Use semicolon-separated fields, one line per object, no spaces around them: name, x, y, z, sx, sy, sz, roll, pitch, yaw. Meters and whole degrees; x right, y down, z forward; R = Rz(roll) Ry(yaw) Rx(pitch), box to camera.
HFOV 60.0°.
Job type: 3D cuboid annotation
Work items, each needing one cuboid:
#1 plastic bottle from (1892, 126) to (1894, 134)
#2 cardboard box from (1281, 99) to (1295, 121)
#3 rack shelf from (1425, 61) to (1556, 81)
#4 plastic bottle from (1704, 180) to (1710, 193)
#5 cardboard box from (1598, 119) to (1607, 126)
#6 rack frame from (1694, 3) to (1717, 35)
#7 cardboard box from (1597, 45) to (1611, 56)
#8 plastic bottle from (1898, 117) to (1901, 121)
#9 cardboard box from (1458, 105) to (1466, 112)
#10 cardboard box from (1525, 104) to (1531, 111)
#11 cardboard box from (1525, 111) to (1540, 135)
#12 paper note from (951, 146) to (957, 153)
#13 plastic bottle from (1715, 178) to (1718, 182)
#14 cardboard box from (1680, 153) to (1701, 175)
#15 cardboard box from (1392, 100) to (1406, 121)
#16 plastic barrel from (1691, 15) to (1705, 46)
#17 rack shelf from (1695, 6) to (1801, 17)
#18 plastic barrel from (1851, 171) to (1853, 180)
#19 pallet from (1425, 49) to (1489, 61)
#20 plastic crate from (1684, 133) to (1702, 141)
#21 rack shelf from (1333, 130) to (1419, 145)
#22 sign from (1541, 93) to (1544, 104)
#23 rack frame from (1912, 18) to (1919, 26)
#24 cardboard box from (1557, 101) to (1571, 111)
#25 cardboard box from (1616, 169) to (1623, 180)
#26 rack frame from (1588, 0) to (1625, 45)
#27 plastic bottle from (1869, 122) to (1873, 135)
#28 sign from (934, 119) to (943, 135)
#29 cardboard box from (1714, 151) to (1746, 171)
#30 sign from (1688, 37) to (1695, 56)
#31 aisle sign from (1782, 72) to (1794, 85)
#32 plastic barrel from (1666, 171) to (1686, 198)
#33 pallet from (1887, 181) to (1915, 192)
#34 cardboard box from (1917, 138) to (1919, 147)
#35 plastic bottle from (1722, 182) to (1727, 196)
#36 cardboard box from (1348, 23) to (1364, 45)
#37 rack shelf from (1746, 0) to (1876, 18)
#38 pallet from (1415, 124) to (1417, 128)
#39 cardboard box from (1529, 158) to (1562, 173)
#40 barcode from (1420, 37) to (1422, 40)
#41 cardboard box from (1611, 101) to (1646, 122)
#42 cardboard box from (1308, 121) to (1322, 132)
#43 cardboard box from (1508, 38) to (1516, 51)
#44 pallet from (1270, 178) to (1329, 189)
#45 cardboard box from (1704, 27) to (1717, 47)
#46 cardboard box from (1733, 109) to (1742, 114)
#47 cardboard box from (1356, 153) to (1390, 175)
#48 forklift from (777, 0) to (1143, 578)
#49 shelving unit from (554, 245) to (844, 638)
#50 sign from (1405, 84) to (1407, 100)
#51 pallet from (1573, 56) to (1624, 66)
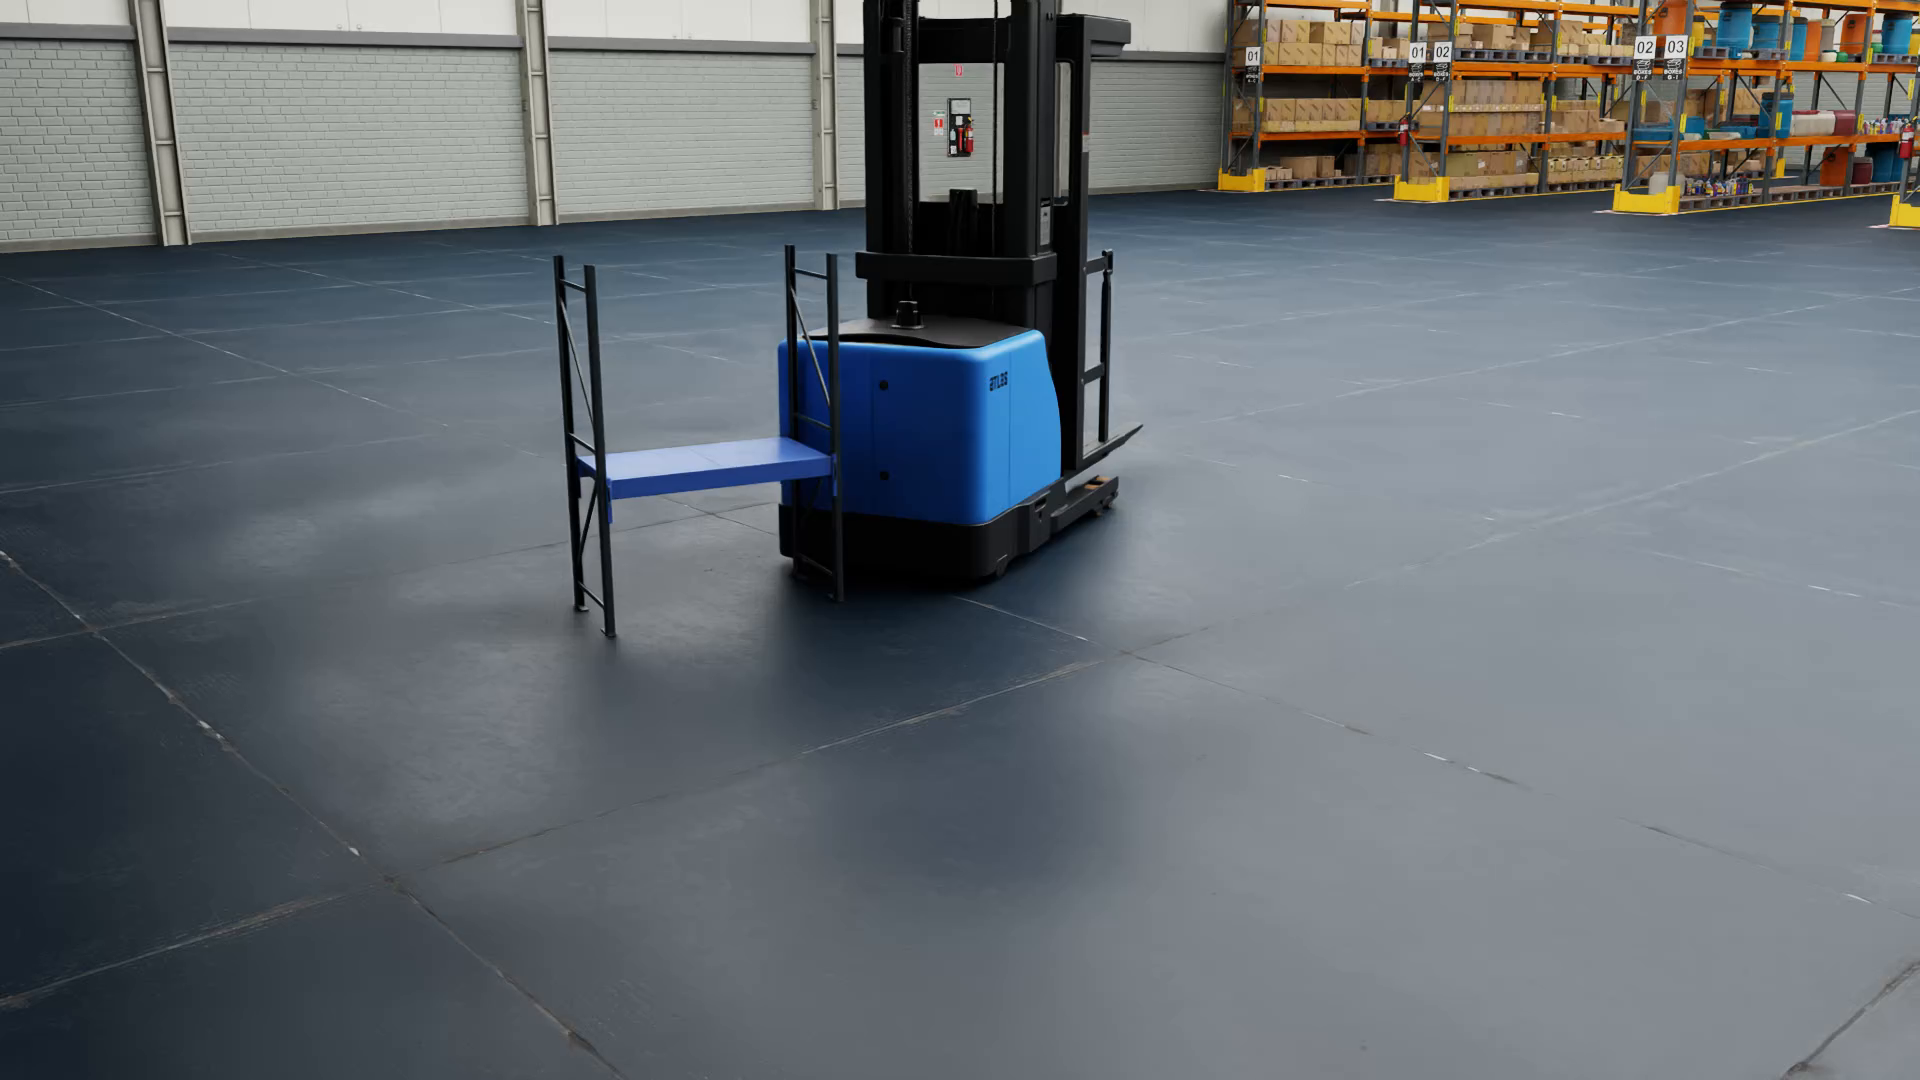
plastic bottle;20.976;-9.251;37.457;0.097;0.201;0.097;0;15;0
cardboard box;7.444;-10.011;38.714;0.500;0.500;0.500;-13;19;-39
rack shelf;11.270;-10.084;35.770;4.000;0.370;1.077;-13;19;-39
plastic bottle;15.116;-7.146;33.626;0.097;0.271;0.097;0;15;0
cardboard box;14.995;-9.842;39.455;0.500;0.311;0.500;-13;20;-40
rack frame;18.814;-13.575;41.632;0.127;3.000;1.000;-13;19;-39
cardboard box;14.669;-11.303;38.419;0.500;0.250;0.500;-13;20;-40
plastic bottle;21.490;-9.496;38.084;0.185;0.351;0.144;-13;19;-39
cardboard box;10.396;-9.075;34.961;0.250;0.149;0.380;-13;20;-41
cardboard box;12.331;-9.509;36.584;0.250;0.149;0.380;-13;20;-41
cardboard box;12.448;-9.293;37.034;0.500;0.500;0.700;-13;20;-41
paper note;-0.127;-8.024;34.186;0.142;0.148;0.016;-13;19;-39
plastic bottle;15.500;-7.282;34.133;0.097;0.271;0.097;0;15;0
cardboard box;18.251;-9.460;41.843;0.500;0.500;0.500;-13;19;-39
cardboard box;10.833;-10.836;41.959;0.500;0.500;0.700;-10;18;-32
plastic barrel;13.787;-9.639;31.534;0.600;0.588;0.600;0;15;0
rack shelf;20.323;-13.564;42.994;4.000;0.370;1.077;-13;19;-39
plastic barrel;19.770;-8.234;37.270;0.421;0.512;0.421;0;15;0
pallet;10.312;-10.165;34.850;1.213;0.211;1.003;-13;19;-39
plastic crate;13.897;-7.640;31.551;0.250;0.136;0.298;-13;19;-39
rack shelf;11.033;-10.276;42.302;4.000;0.370;1.077;-13;19;-39
sign;15.923;-12.057;45.486;0.005;0.325;0.100;-13;19;-39
rack frame;22.063;-12.610;38.020;0.127;3.000;1.000;-13;19;-39
cardboard box;16.534;-11.996;46.767;0.700;0.700;0.980;-13;20;-41
cardboard box;15.560;-8.736;39.659;0.500;0.250;0.500;-12;19;-38
rack frame;18.577;-15.216;47.777;0.127;3.000;1.000;-13;19;-39
plastic bottle;20.064;-9.080;36.656;0.133;0.283;0.061;-13;19;-39
sign;-0.433;-8.410;33.854;0.234;0.329;0.001;-13;19;-39
cardboard box;20.228;-10.002;43.867;0.637;0.503;0.797;-13;19;-39
sign;13.368;-9.024;30.392;0.005;0.325;0.100;-13;19;-39
aisle sign;22.084;-12.562;44.428;0.004;0.787;0.394;-13;19;-39
plastic barrel;13.835;-6.891;32.241;0.421;0.512;0.421;0;15;0
pallet;21.453;-8.241;38.695;1.213;0.211;1.003;-13;19;-39
cardboard box;16.341;-6.681;27.937;0.250;0.149;0.380;-13;19;-39
plastic bottle;15.069;-6.929;32.811;0.097;0.271;0.097;0;15;0
cardboard box;9.324;-12.137;39.894;0.500;0.500;0.500;14;20;42
rack shelf;17.537;-11.052;34.359;4.000;0.370;1.077;-13;19;-39
pallet;12.074;-10.728;42.973;1.003;0.211;1.213;-13;19;-39
cardboard box;13.254;-8.488;37.642;0.500;0.311;0.500;-13;19;-39
barcode;9.672;-10.518;34.877;0.075;0.075;0.001;-13;19;-39
cardboard box;16.198;-10.378;40.284;0.700;0.500;0.500;8;17;28
cardboard box;8.237;-9.826;39.476;0.500;0.250;0.500;-12;19;-39
cardboard box;11.819;-10.872;36.415;0.500;0.311;0.500;-14;20;-42
pallet;8.120;-8.609;40.071;1.213;0.211;1.003;-13;19;-39
cardboard box;19.156;-12.747;42.214;0.500;0.500;0.700;-13;19;-39
cardboard box;19.762;-10.845;42.845;0.500;0.500;0.500;-12;19;-38
cardboard box;10.426;-9.515;42.050;0.500;0.500;0.700;-13;20;-40
forklift;0.202;-1.582;8.492;1.130;2.935;3.031;6;16;22
shelving unit;-1.085;-0.448;7.021;1.048;1.500;0.538;-8;17;-27
sign;9.416;-9.425;35.020;0.005;0.325;0.100;-13;19;-39
pallet;14.502;-11.034;38.300;1.213;0.211;1.003;-12;19;-37
